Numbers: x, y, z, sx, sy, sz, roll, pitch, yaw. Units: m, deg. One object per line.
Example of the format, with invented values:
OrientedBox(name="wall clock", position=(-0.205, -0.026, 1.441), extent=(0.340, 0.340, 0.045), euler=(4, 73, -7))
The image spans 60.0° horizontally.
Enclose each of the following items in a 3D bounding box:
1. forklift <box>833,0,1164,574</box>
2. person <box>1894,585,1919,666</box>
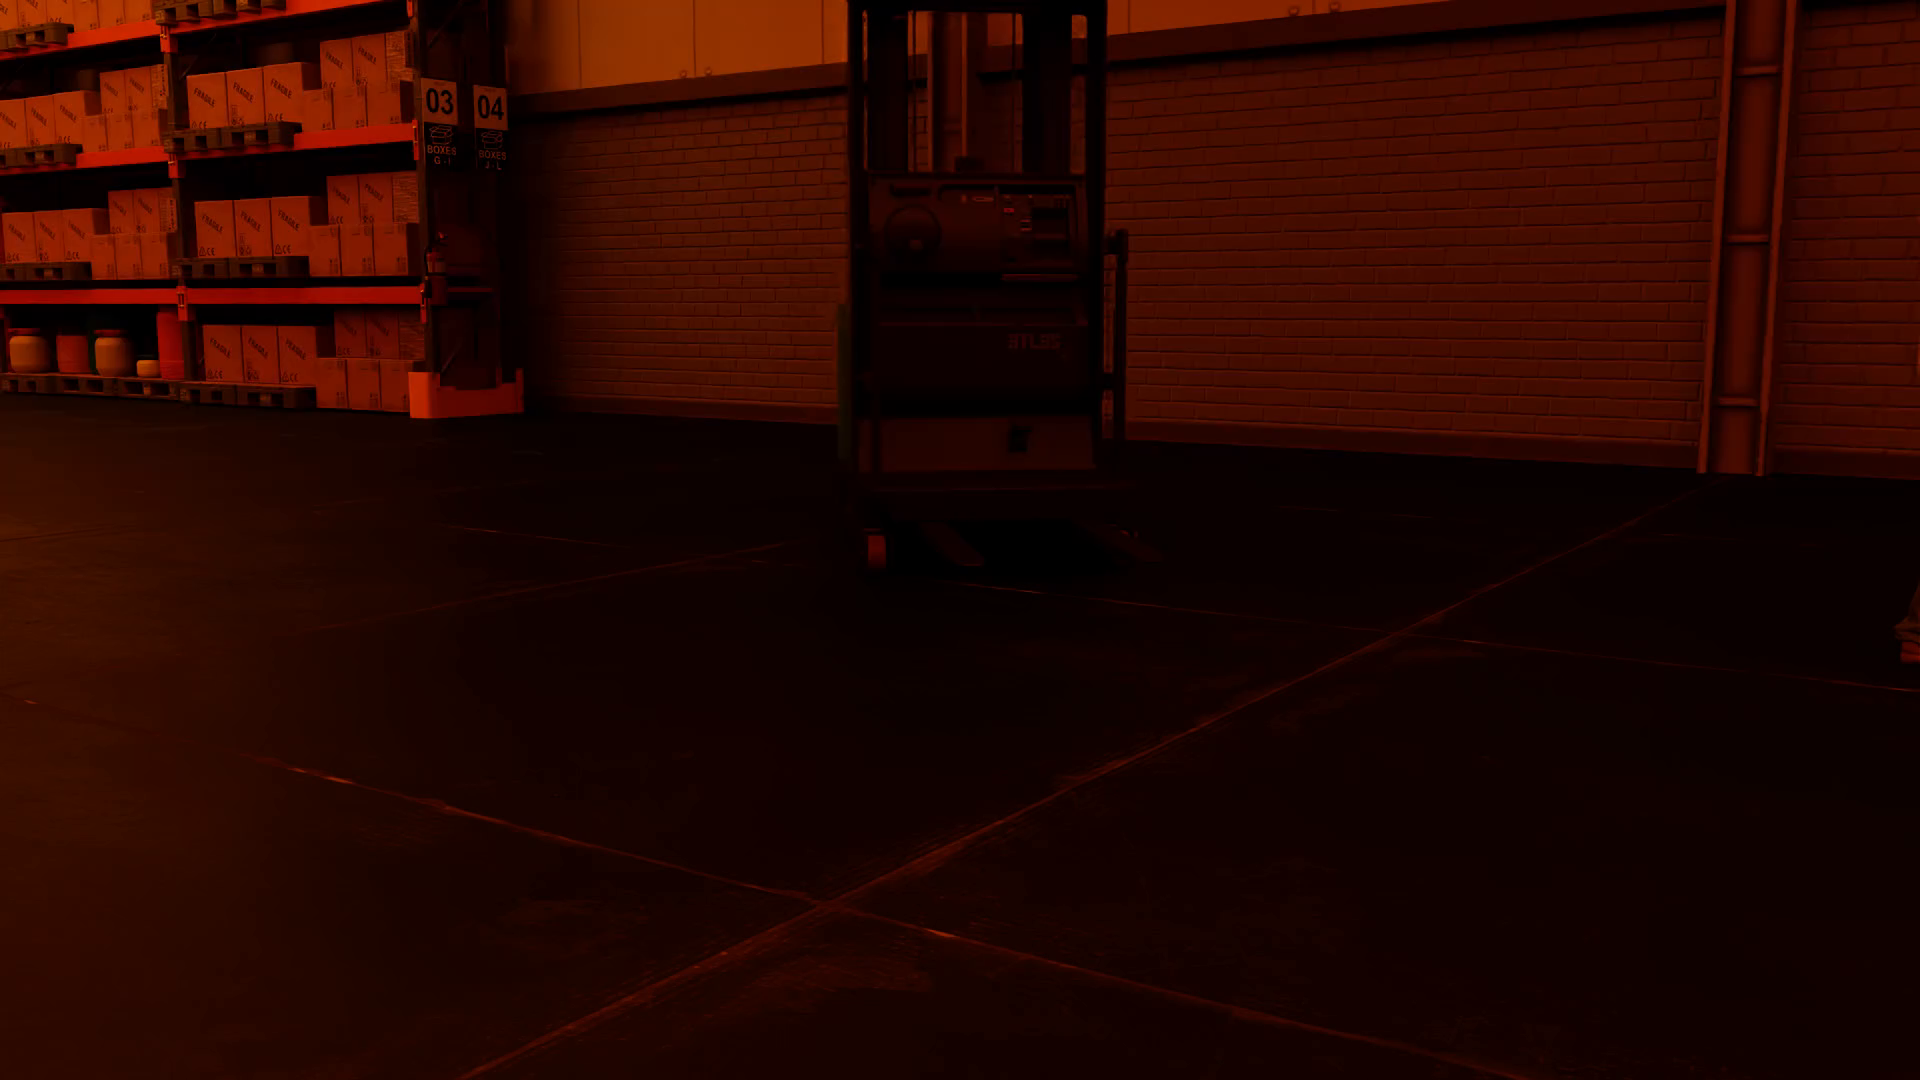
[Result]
OrientedBox(name="forklift", position=(0.113, -1.365, 6.792), extent=(1.130, 2.935, 3.031), euler=(-1, 8, -9))
OrientedBox(name="person", position=(3.083, -0.461, 4.891), extent=(0.517, 1.808, 0.672), euler=(3, 9, 18))
